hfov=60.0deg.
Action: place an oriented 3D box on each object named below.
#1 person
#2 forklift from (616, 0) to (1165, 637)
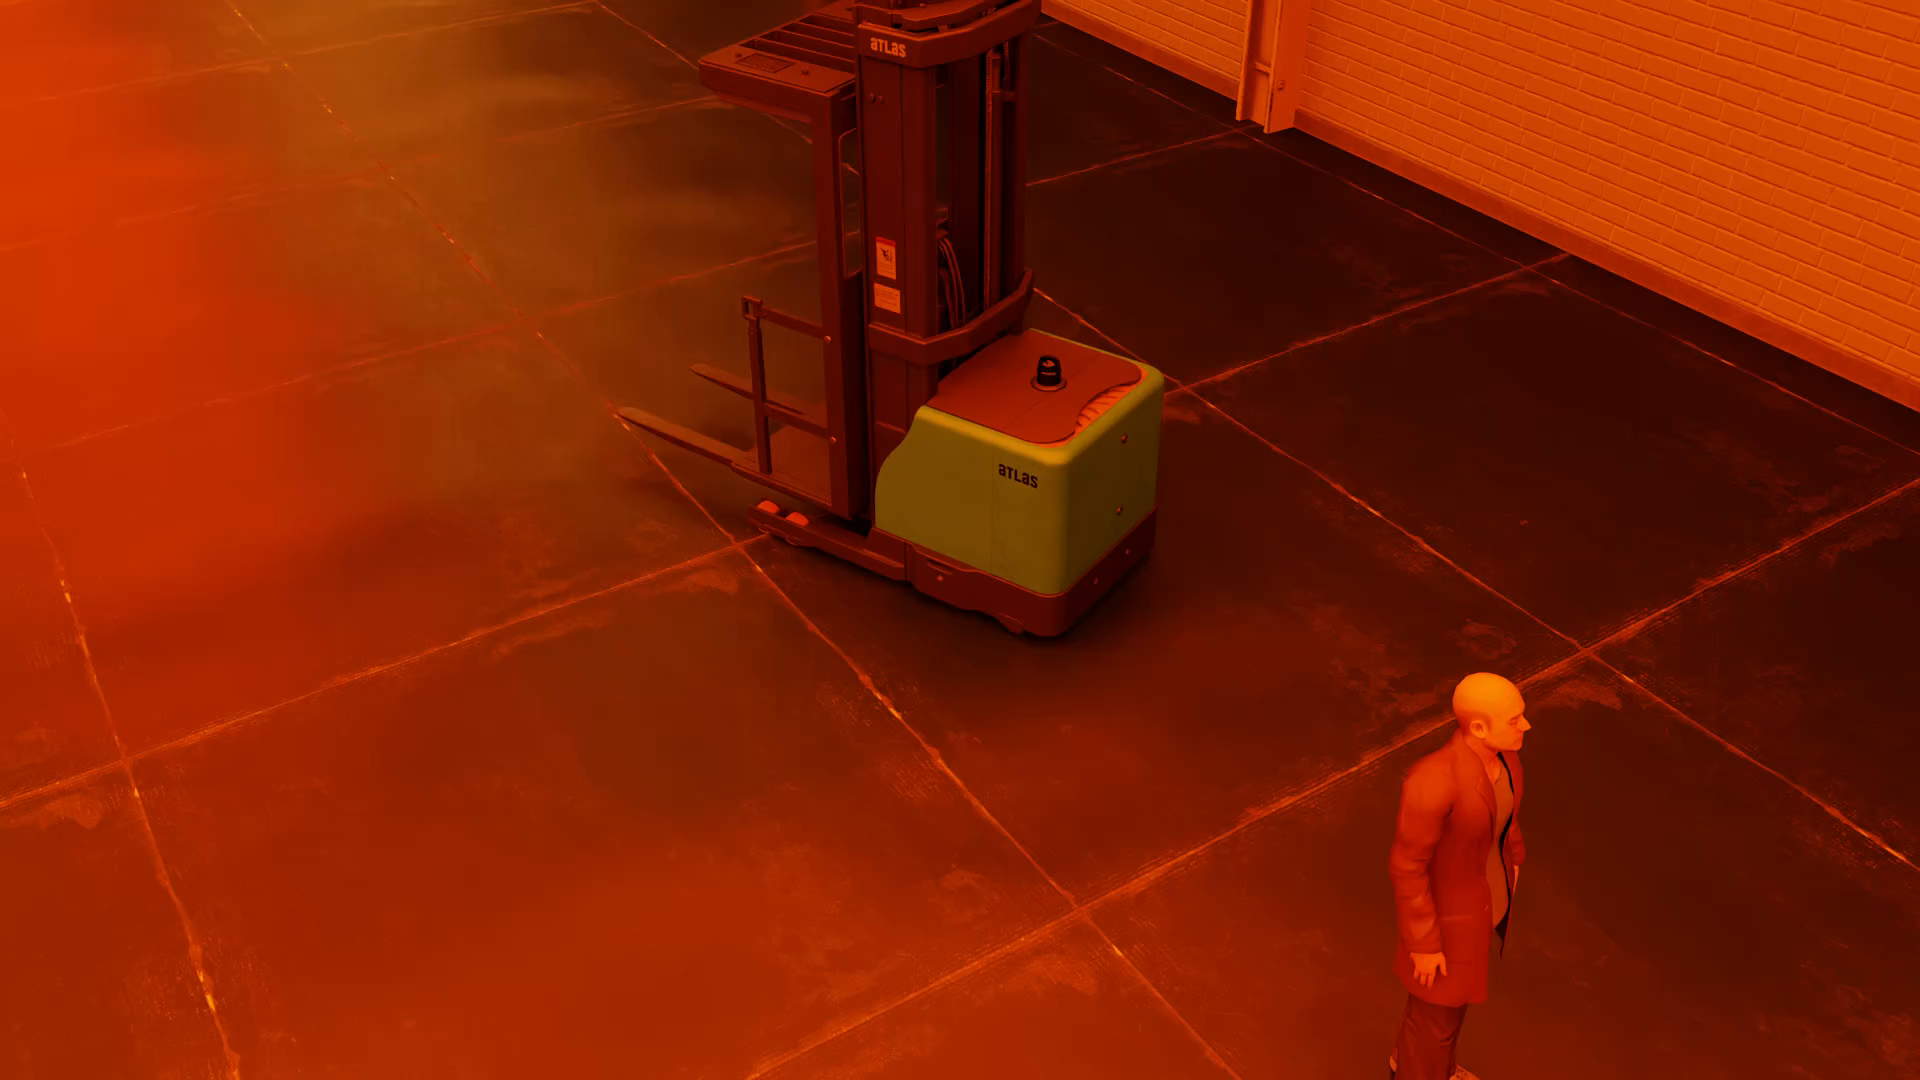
[{"bbox_3d":[1.697,1.226,5.394,0.579,1.777,0.696,27,43,33],"label":"person"},{"bbox_3d":[-0.500,-1.399,8.138,3.031,2.935,1.130,22,41,28],"label":"forklift"}]
